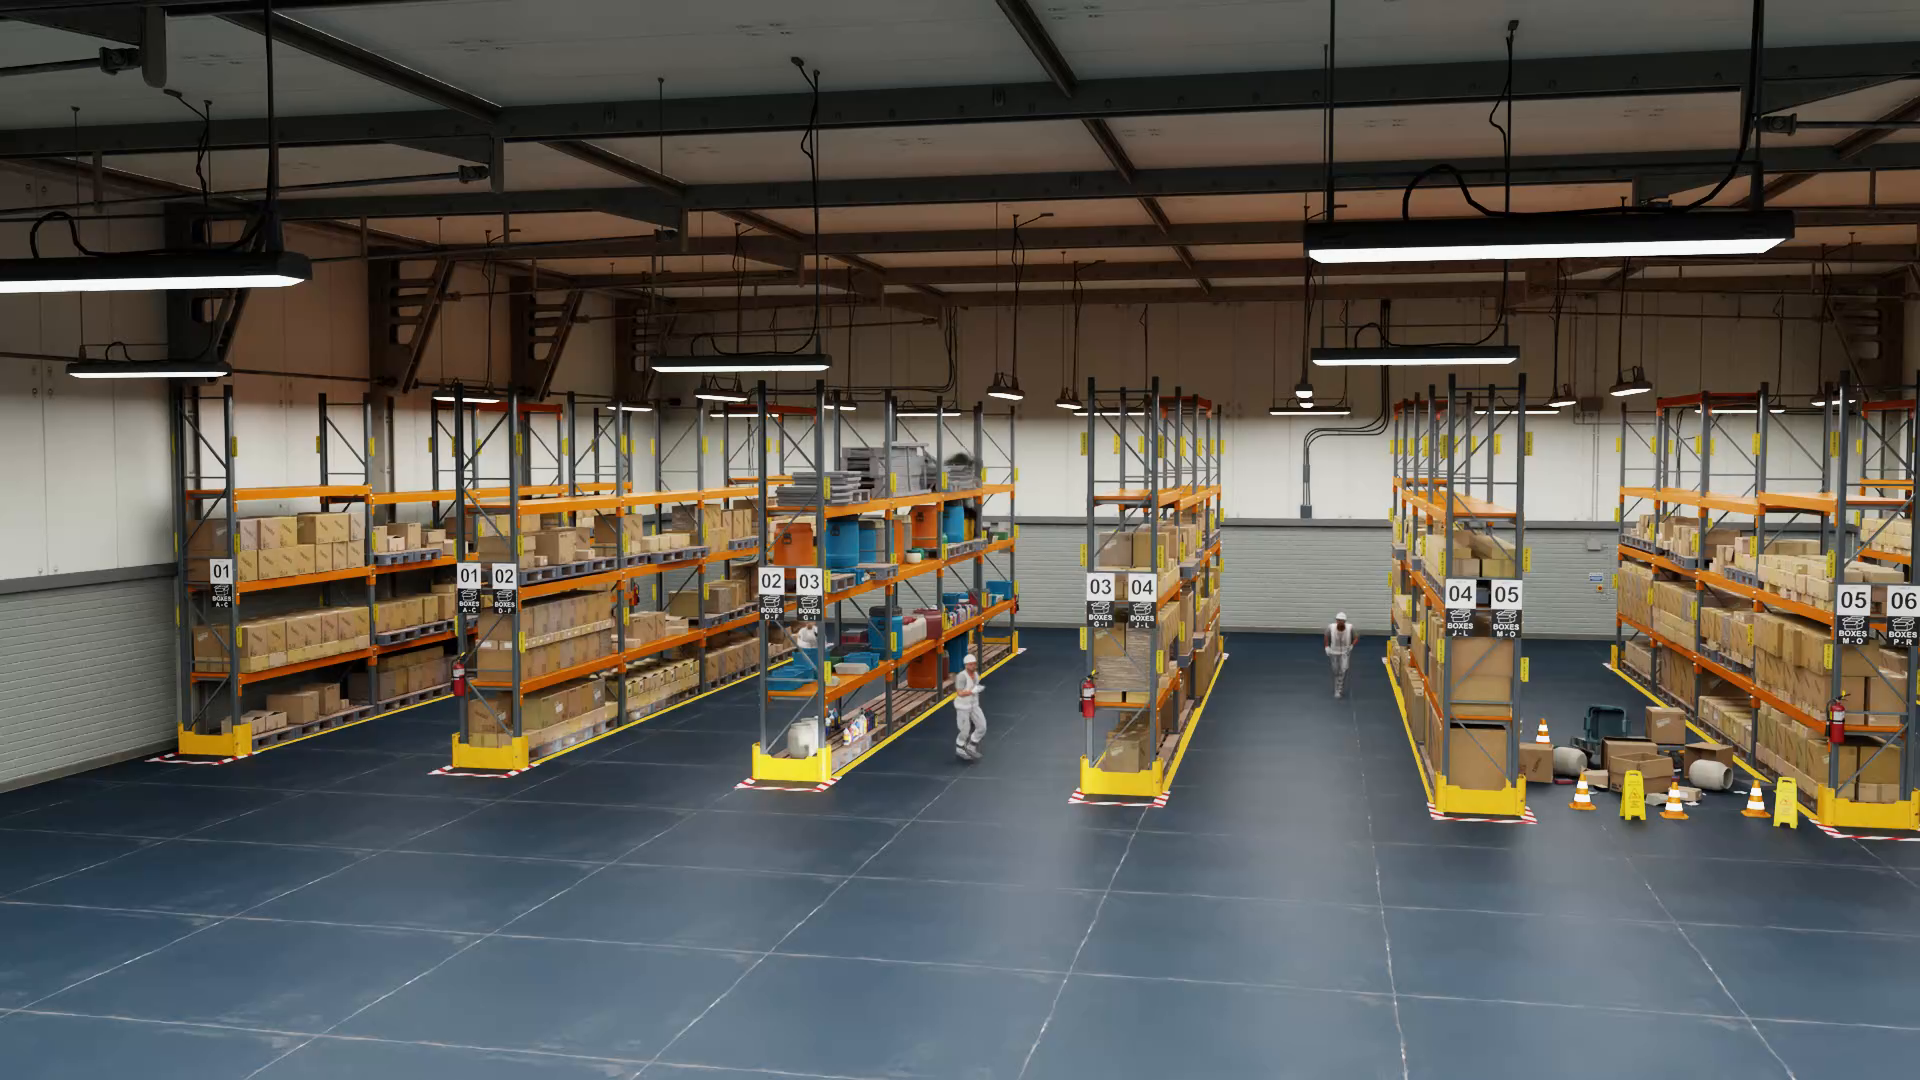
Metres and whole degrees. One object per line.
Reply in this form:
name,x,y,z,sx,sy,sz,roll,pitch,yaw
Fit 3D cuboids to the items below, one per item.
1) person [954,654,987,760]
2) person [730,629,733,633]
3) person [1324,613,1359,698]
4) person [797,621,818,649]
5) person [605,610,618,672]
person,0.117,2.621,26.328,0.585,1.646,0.858,-2,4,-36
person,-5.831,1.913,40.840,0.692,1.603,0.939,0,3,-6
person,7.672,2.295,33.478,0.674,1.716,0.869,0,3,8
person,-3.015,2.297,33.744,0.525,1.608,0.872,0,3,3
person,-7.282,2.254,34.483,0.761,1.663,0.627,-3,4,-44
